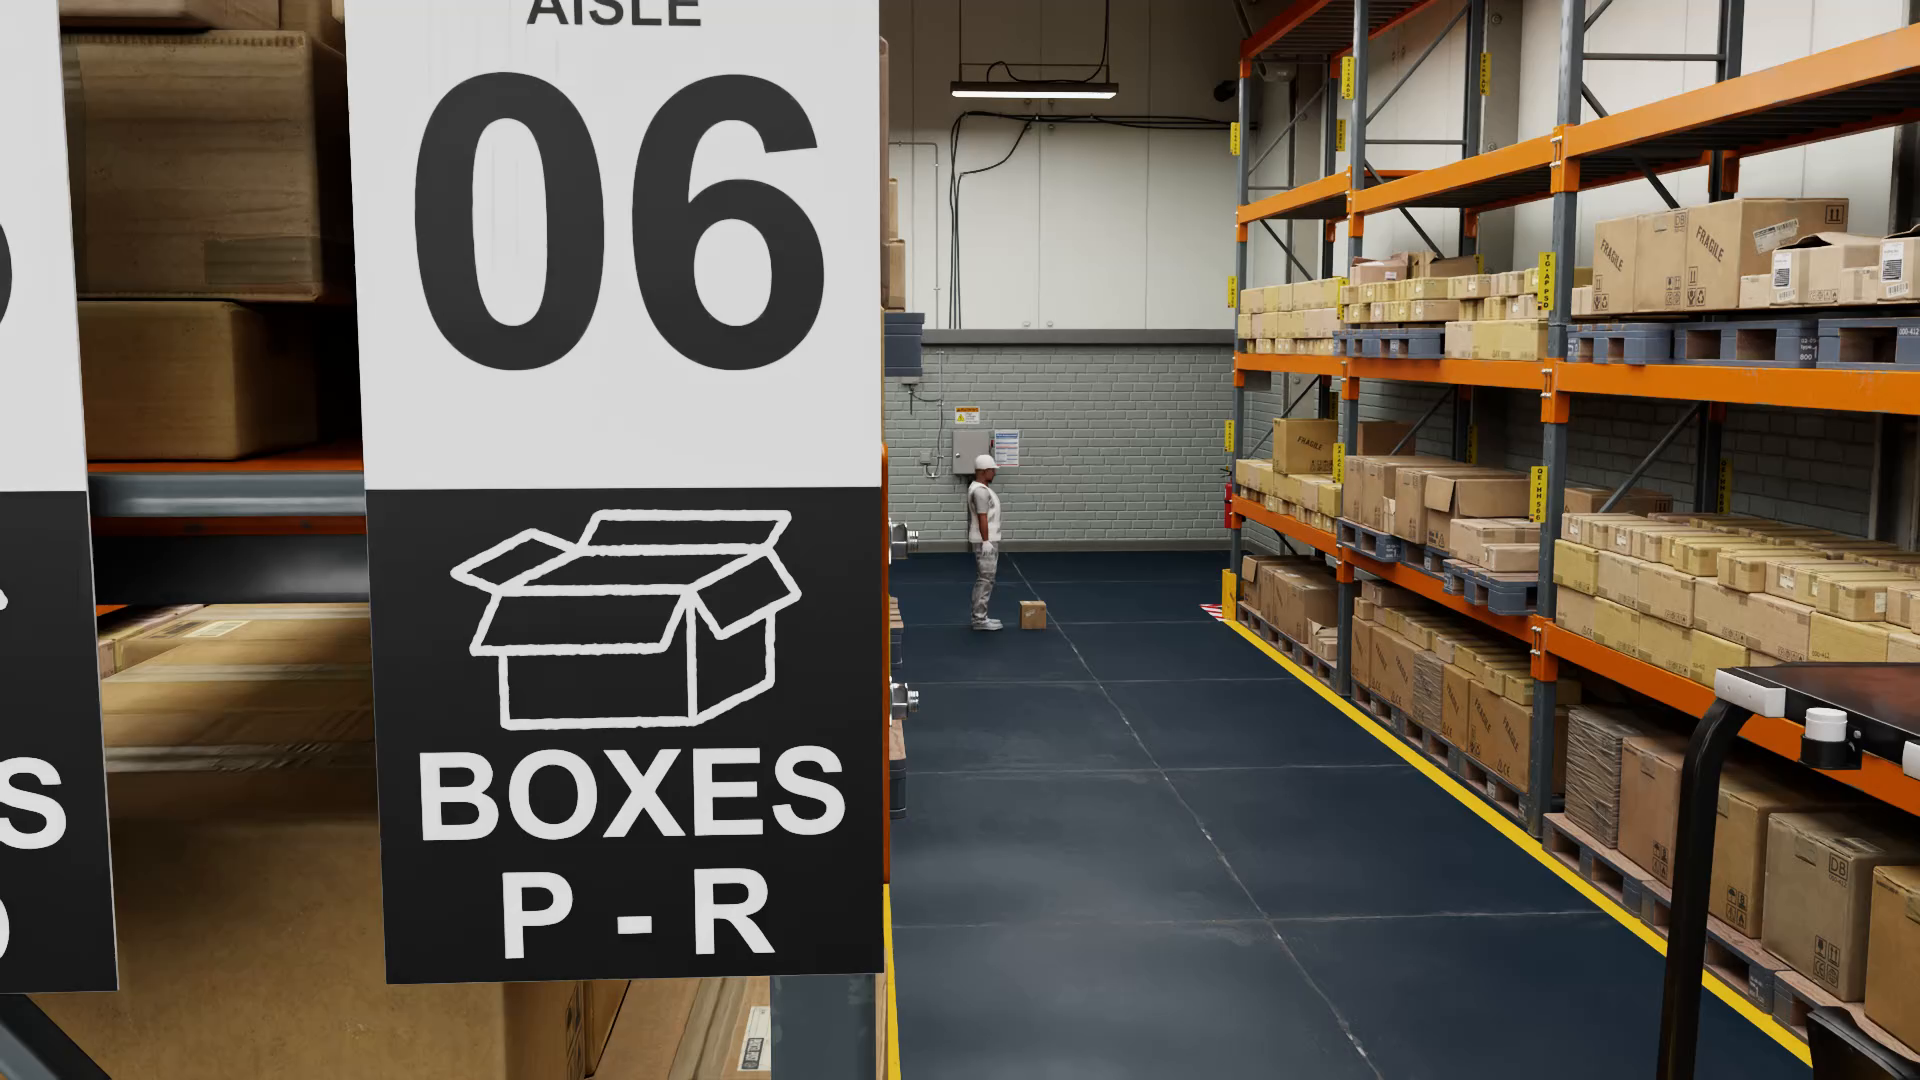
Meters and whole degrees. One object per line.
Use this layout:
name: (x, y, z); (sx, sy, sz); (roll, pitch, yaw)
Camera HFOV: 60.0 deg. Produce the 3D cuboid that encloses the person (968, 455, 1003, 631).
person: (0.253, 0.018, 17.021); (0.359, 1.778, 0.547); (0, 7, -3)
